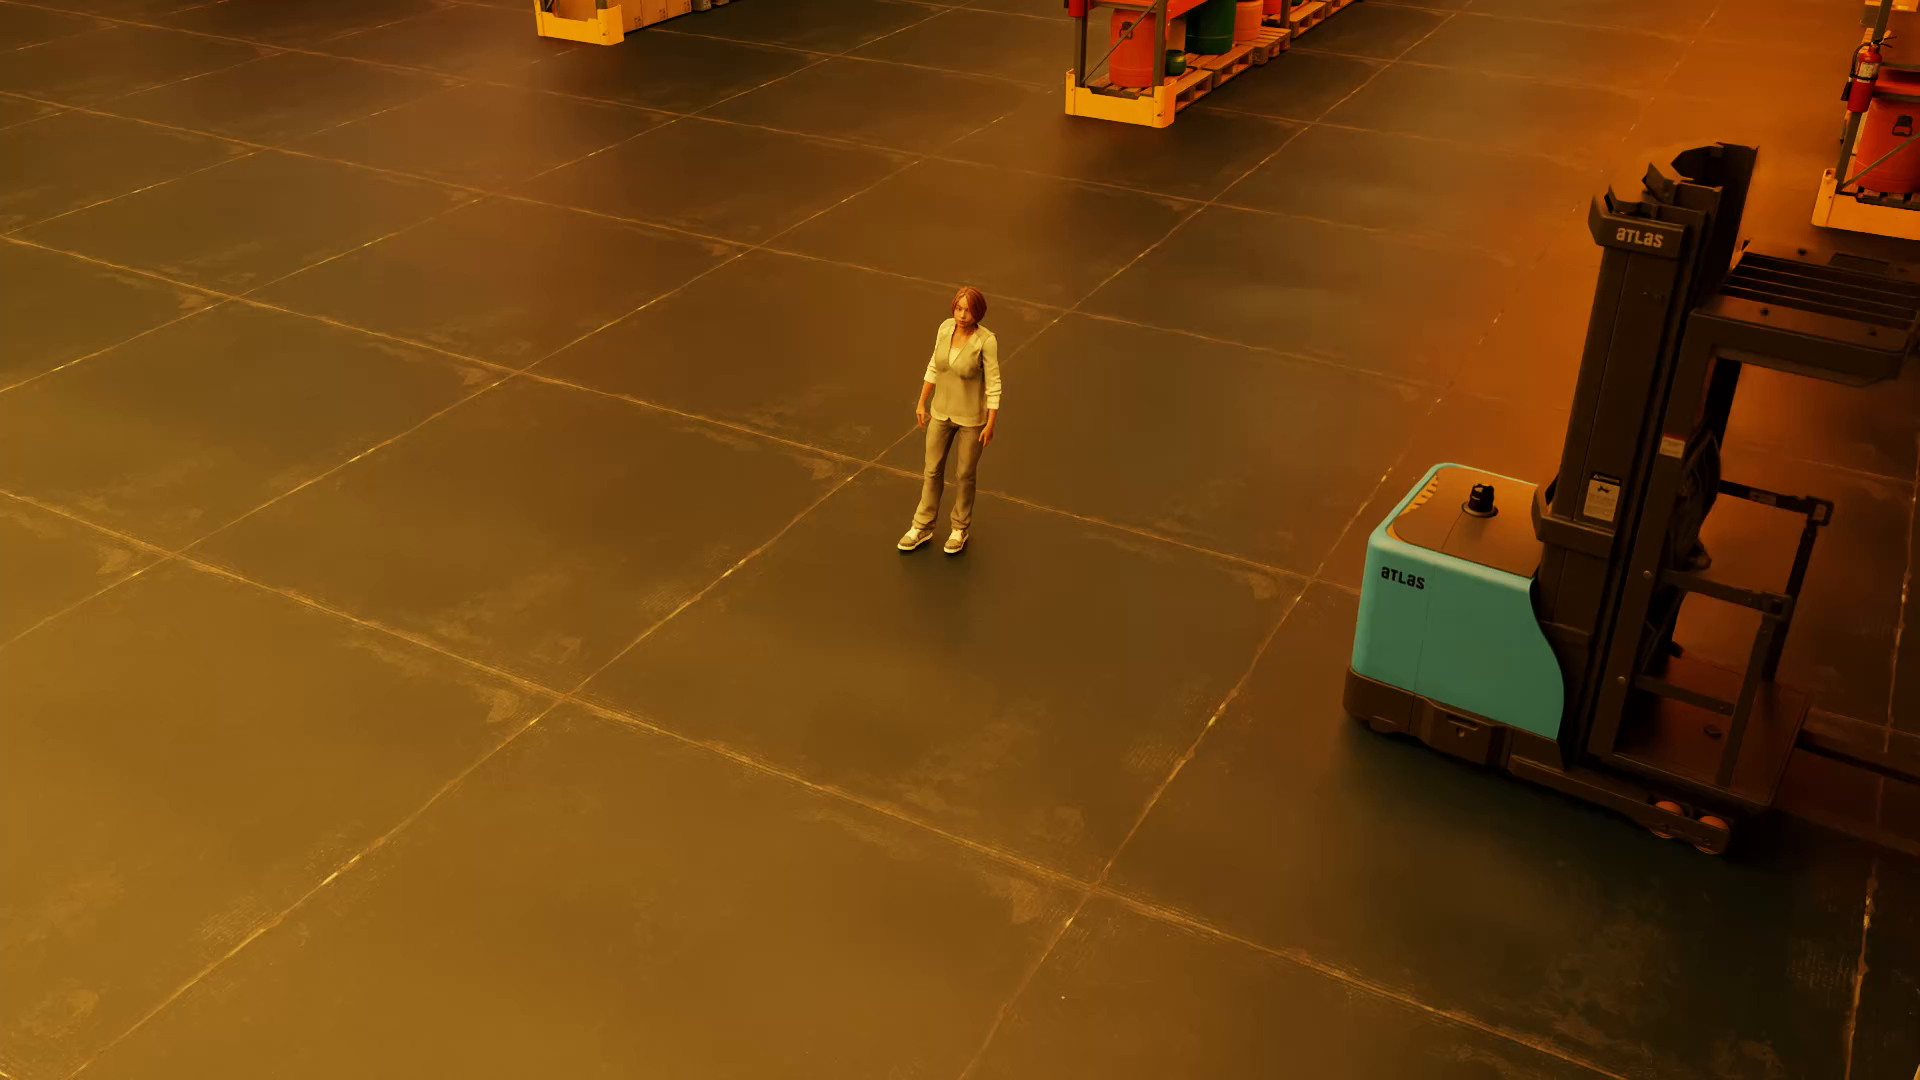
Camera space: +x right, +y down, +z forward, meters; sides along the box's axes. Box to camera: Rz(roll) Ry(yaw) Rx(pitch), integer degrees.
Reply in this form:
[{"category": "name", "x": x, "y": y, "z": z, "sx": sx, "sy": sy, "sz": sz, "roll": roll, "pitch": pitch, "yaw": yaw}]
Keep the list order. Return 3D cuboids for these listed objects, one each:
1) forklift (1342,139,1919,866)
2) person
[{"category": "forklift", "x": 3.444, "y": -0.151, "z": 7.332, "sx": 3.031, "sy": 2.935, "sz": 1.130, "roll": 18, "pitch": 35, "yaw": 29}, {"category": "person", "x": -0.048, "y": -0.659, "z": 9.554, "sx": 0.521, "sy": 1.577, "sz": 0.473, "roll": 15, "pitch": 33, "yaw": 25}]
